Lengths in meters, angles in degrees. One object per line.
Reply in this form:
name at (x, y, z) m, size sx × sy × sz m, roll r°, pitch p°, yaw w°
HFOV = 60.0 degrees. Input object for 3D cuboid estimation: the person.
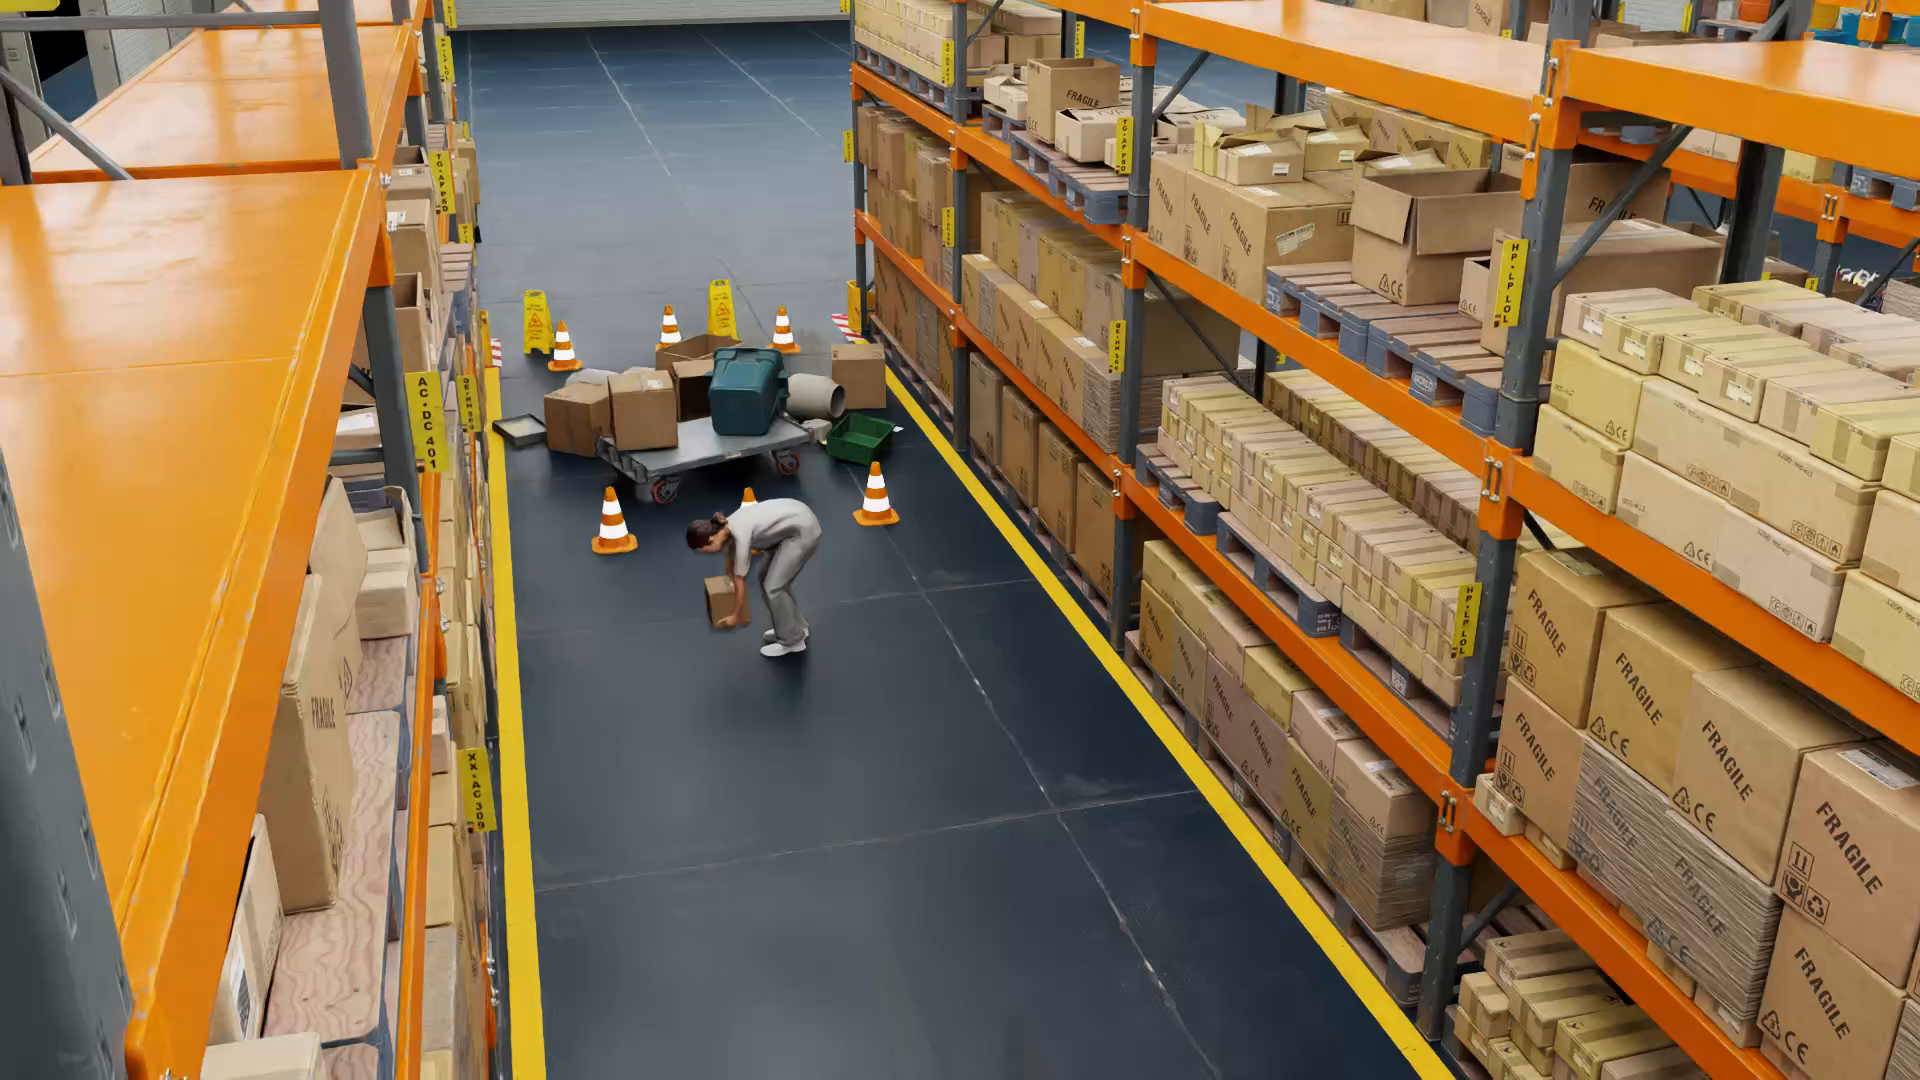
person at (-1.331, 0.253, 10.836) m, size 0.872 × 1.025 × 0.427 m, roll -7°, pitch 24°, yaw -16°
